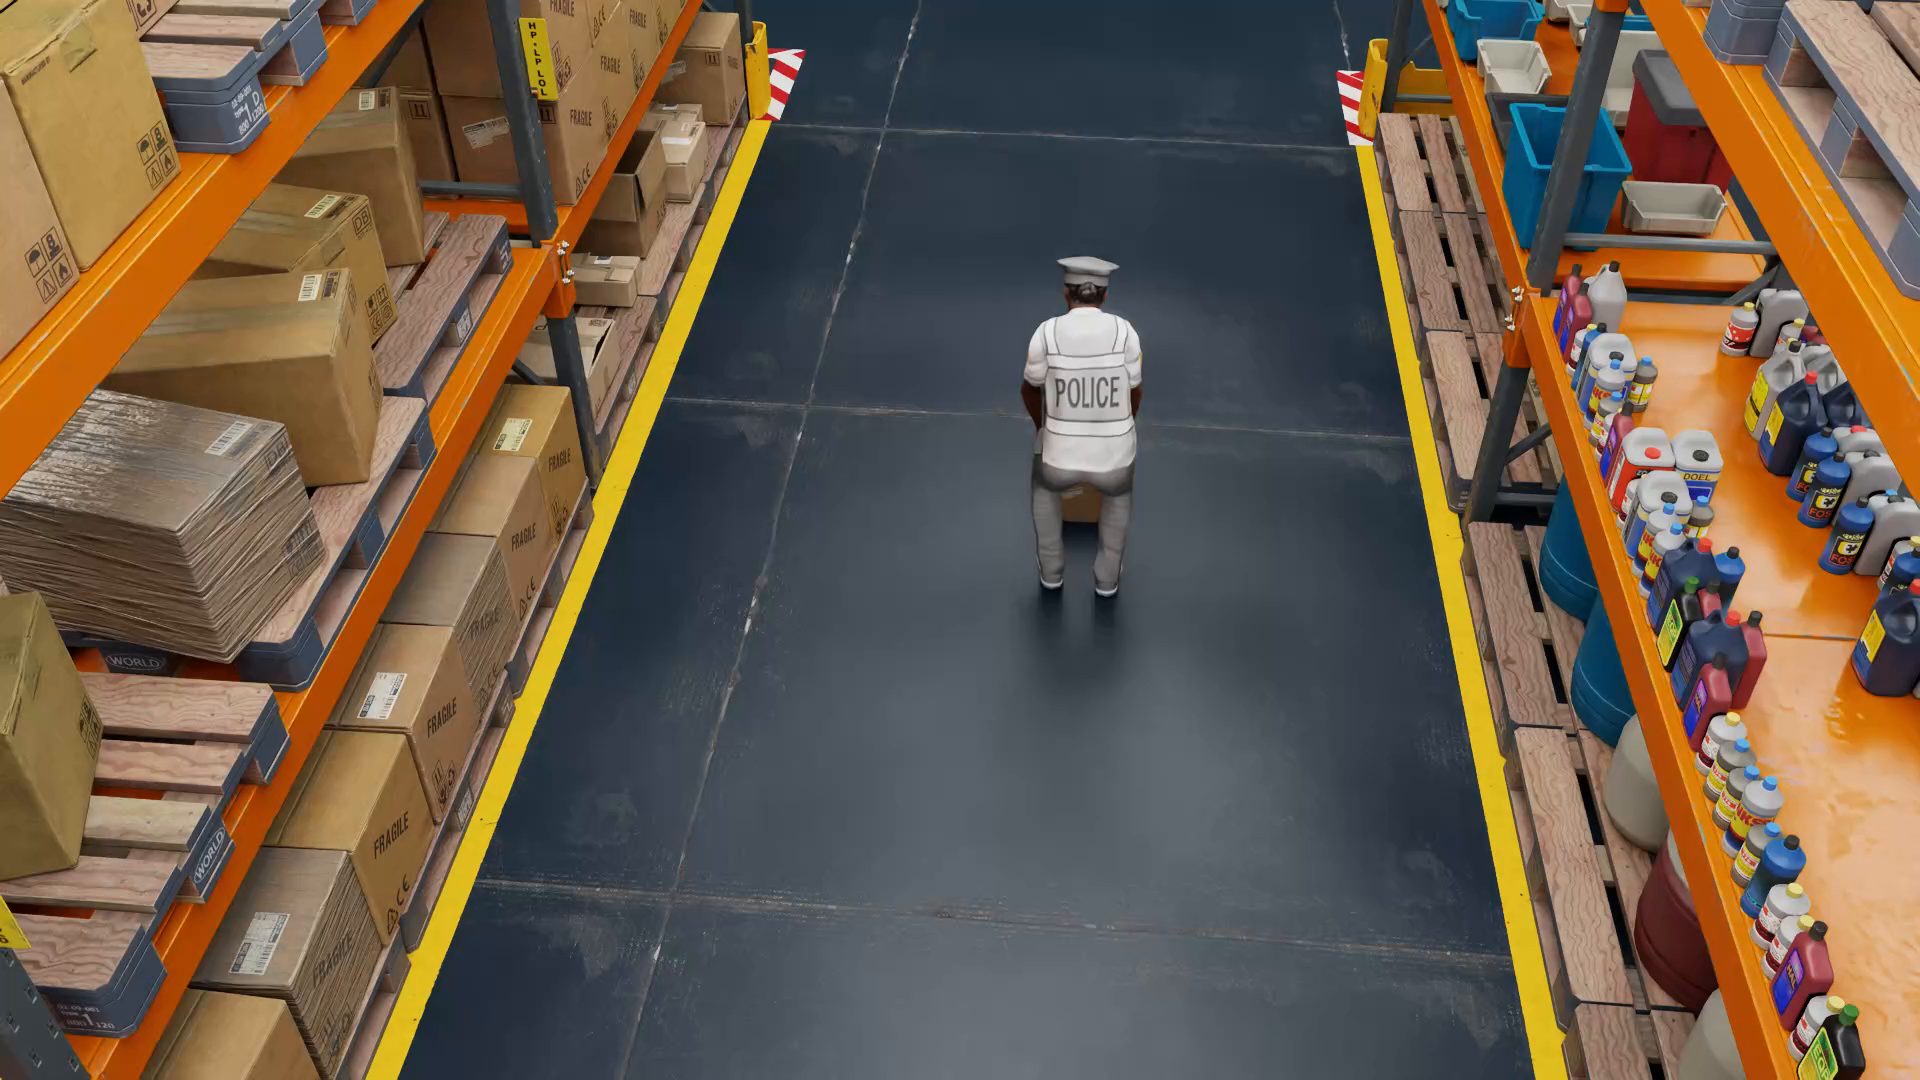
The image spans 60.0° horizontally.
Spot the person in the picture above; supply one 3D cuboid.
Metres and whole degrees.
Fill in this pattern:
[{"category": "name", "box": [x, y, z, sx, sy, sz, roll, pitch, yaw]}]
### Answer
[{"category": "person", "box": [0.487, -0.432, 6.830, 0.492, 1.464, 0.649, 4, 40, 4]}]
